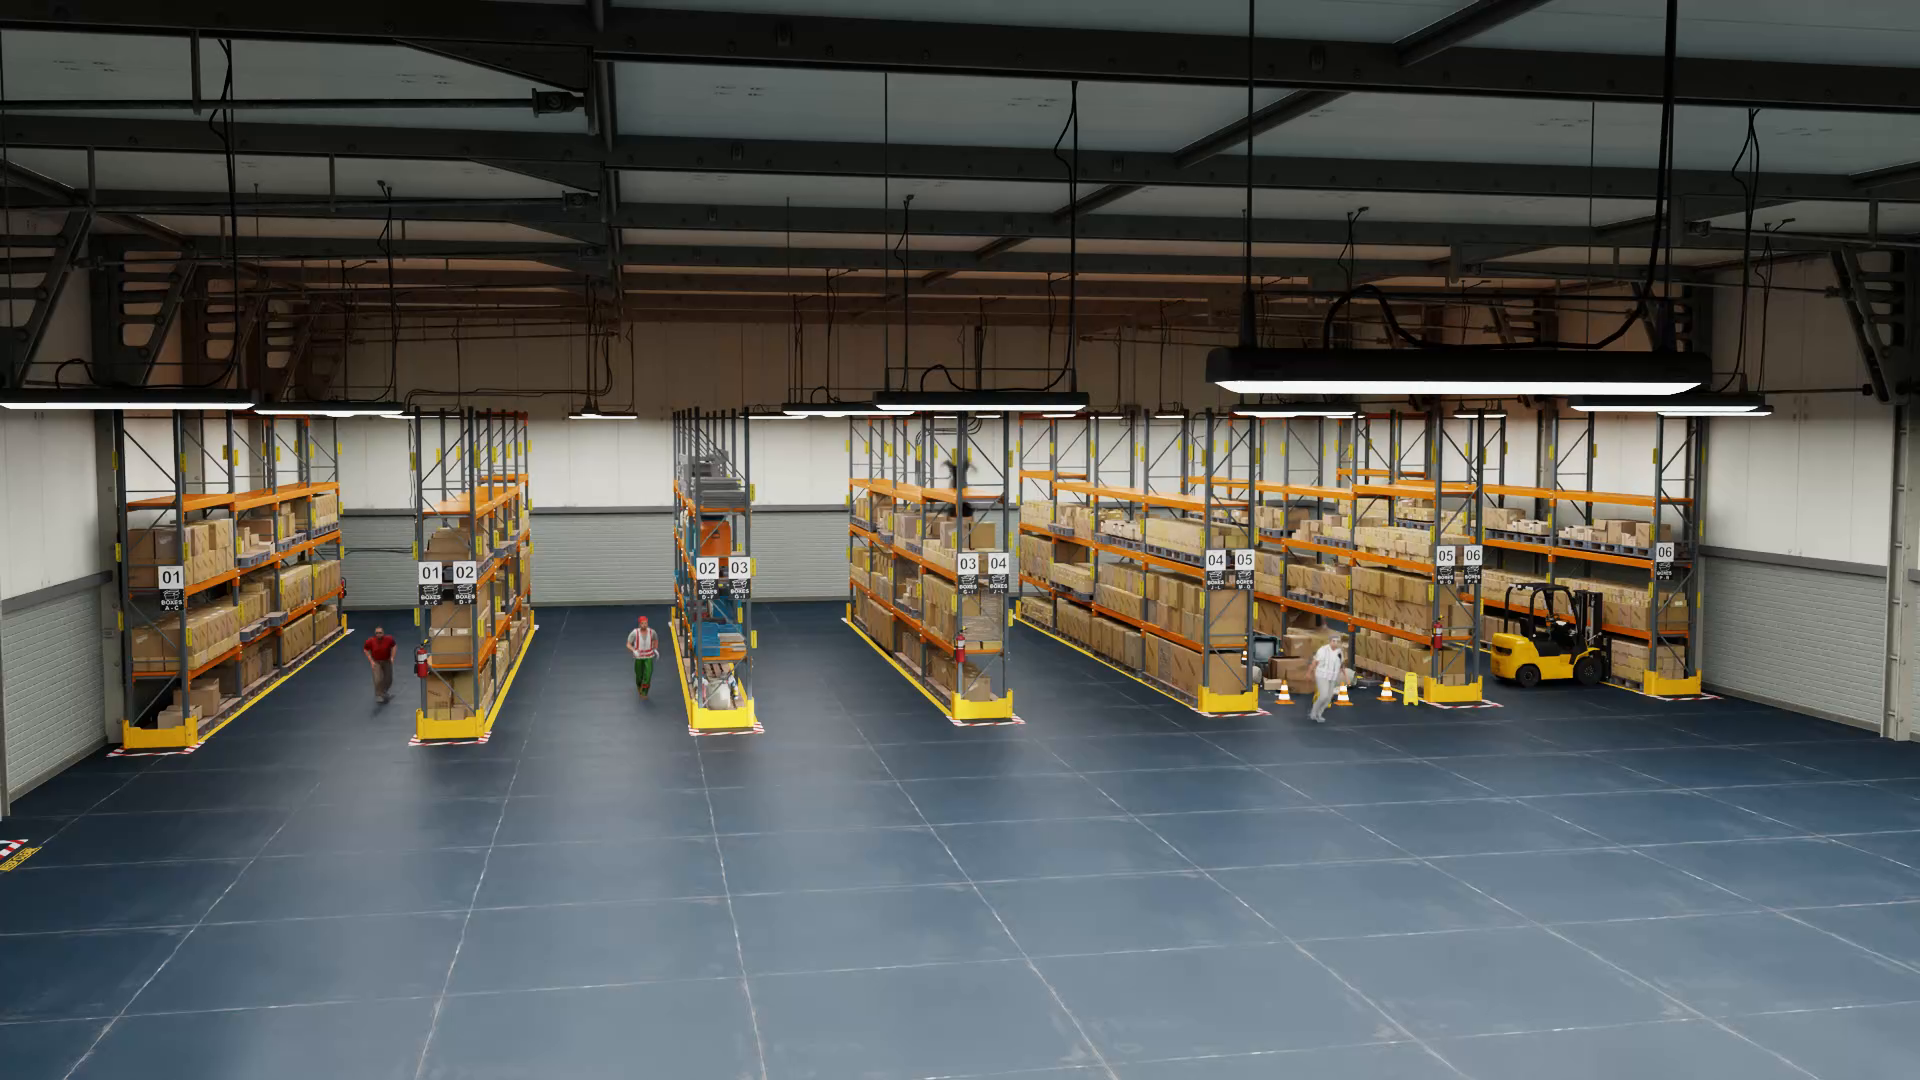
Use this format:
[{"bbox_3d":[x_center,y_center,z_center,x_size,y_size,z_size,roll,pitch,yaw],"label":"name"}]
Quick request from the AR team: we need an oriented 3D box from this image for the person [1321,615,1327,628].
[{"bbox_3d":[9.841,1.647,46.117,0.569,1.606,0.910,-2,5,-28],"label":"person"}]

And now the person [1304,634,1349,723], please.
[{"bbox_3d":[6.996,2.630,31.625,0.663,1.708,0.665,-2,5,-31],"label":"person"}]

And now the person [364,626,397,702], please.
[{"bbox_3d":[-11.863,2.514,34.064,0.715,1.582,0.862,-3,5,-37],"label":"person"}]

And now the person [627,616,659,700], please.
[{"bbox_3d":[-6.559,2.423,34.382,0.651,1.738,0.791,-1,4,-15],"label":"person"}]
